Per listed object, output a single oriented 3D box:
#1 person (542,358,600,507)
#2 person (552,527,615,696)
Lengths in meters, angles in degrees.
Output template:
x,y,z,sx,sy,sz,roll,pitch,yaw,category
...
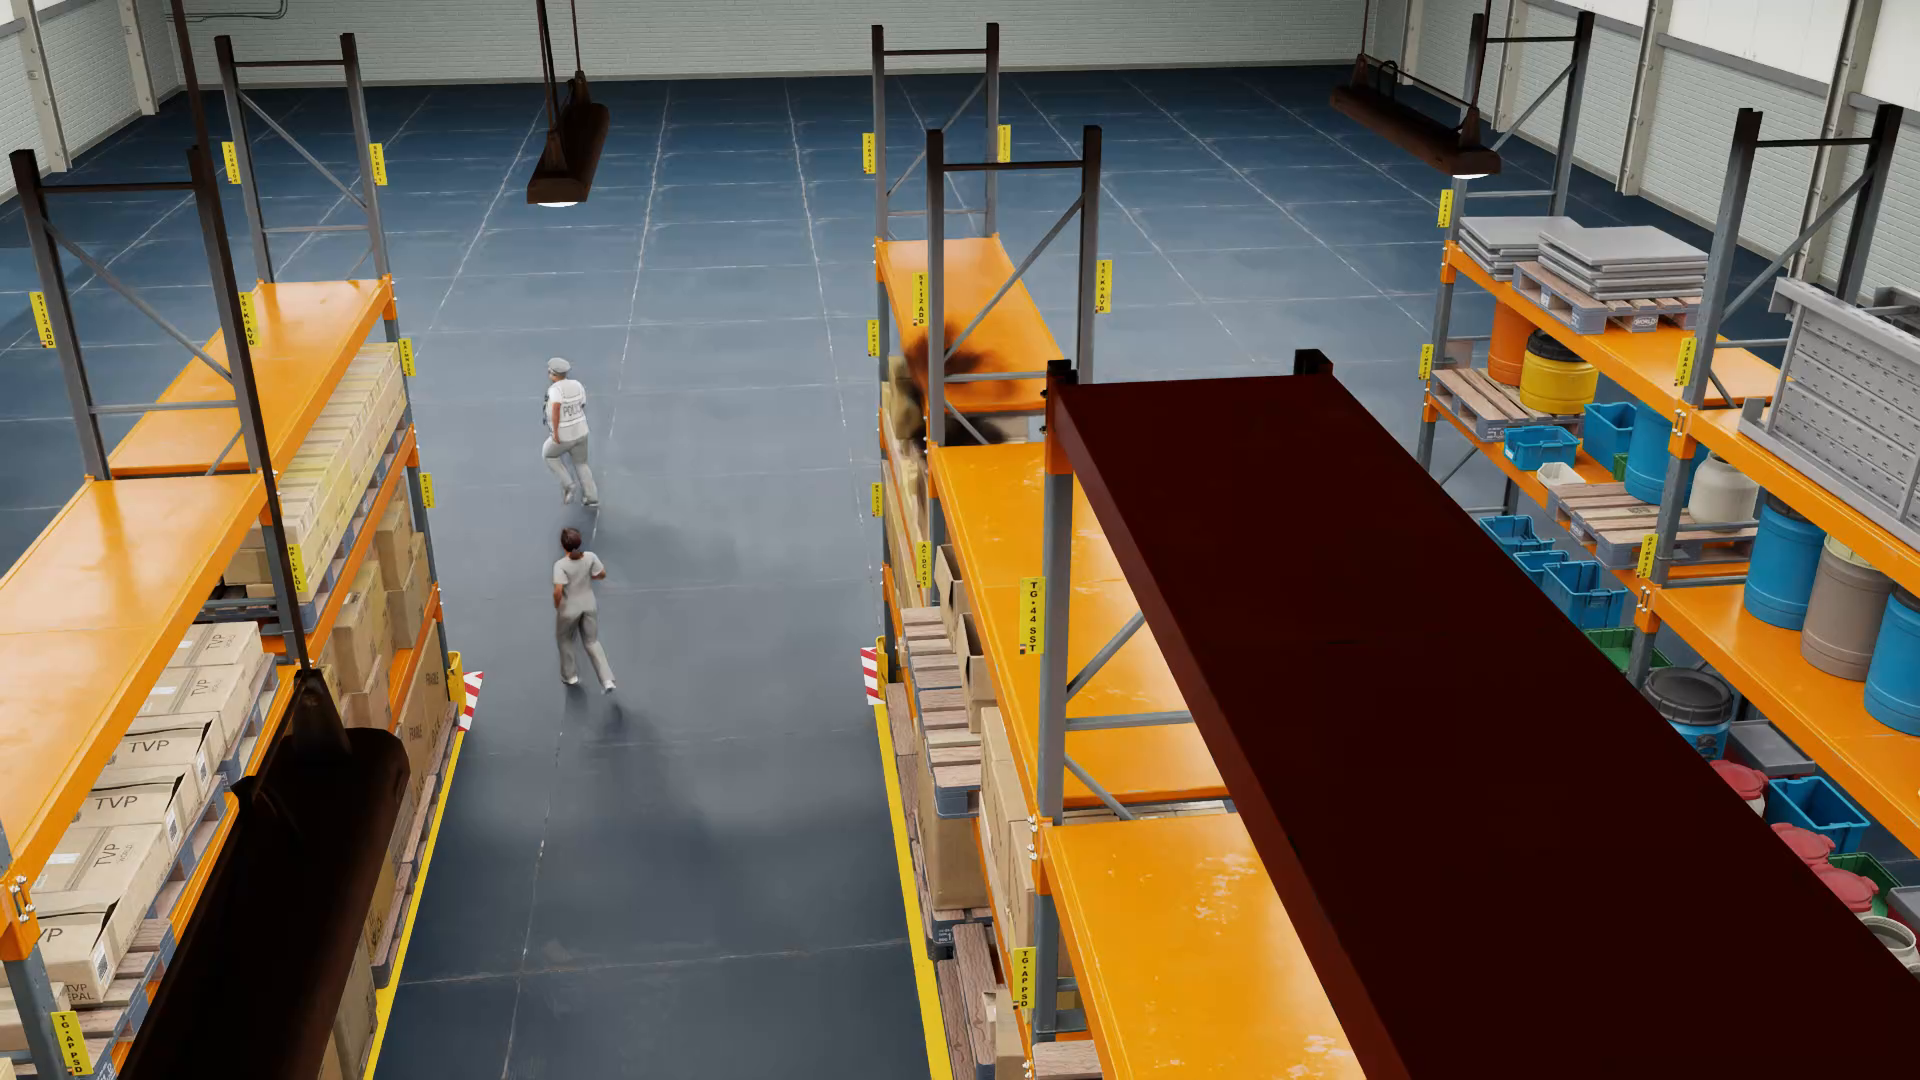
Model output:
x,y,z,sx,sy,sz,roll,pitch,yaw,category
-4.483,-1.197,18.975,0.830,1.773,0.694,18,31,32,person
-3.470,0.658,15.168,0.586,1.688,0.860,-20,32,-35,person
